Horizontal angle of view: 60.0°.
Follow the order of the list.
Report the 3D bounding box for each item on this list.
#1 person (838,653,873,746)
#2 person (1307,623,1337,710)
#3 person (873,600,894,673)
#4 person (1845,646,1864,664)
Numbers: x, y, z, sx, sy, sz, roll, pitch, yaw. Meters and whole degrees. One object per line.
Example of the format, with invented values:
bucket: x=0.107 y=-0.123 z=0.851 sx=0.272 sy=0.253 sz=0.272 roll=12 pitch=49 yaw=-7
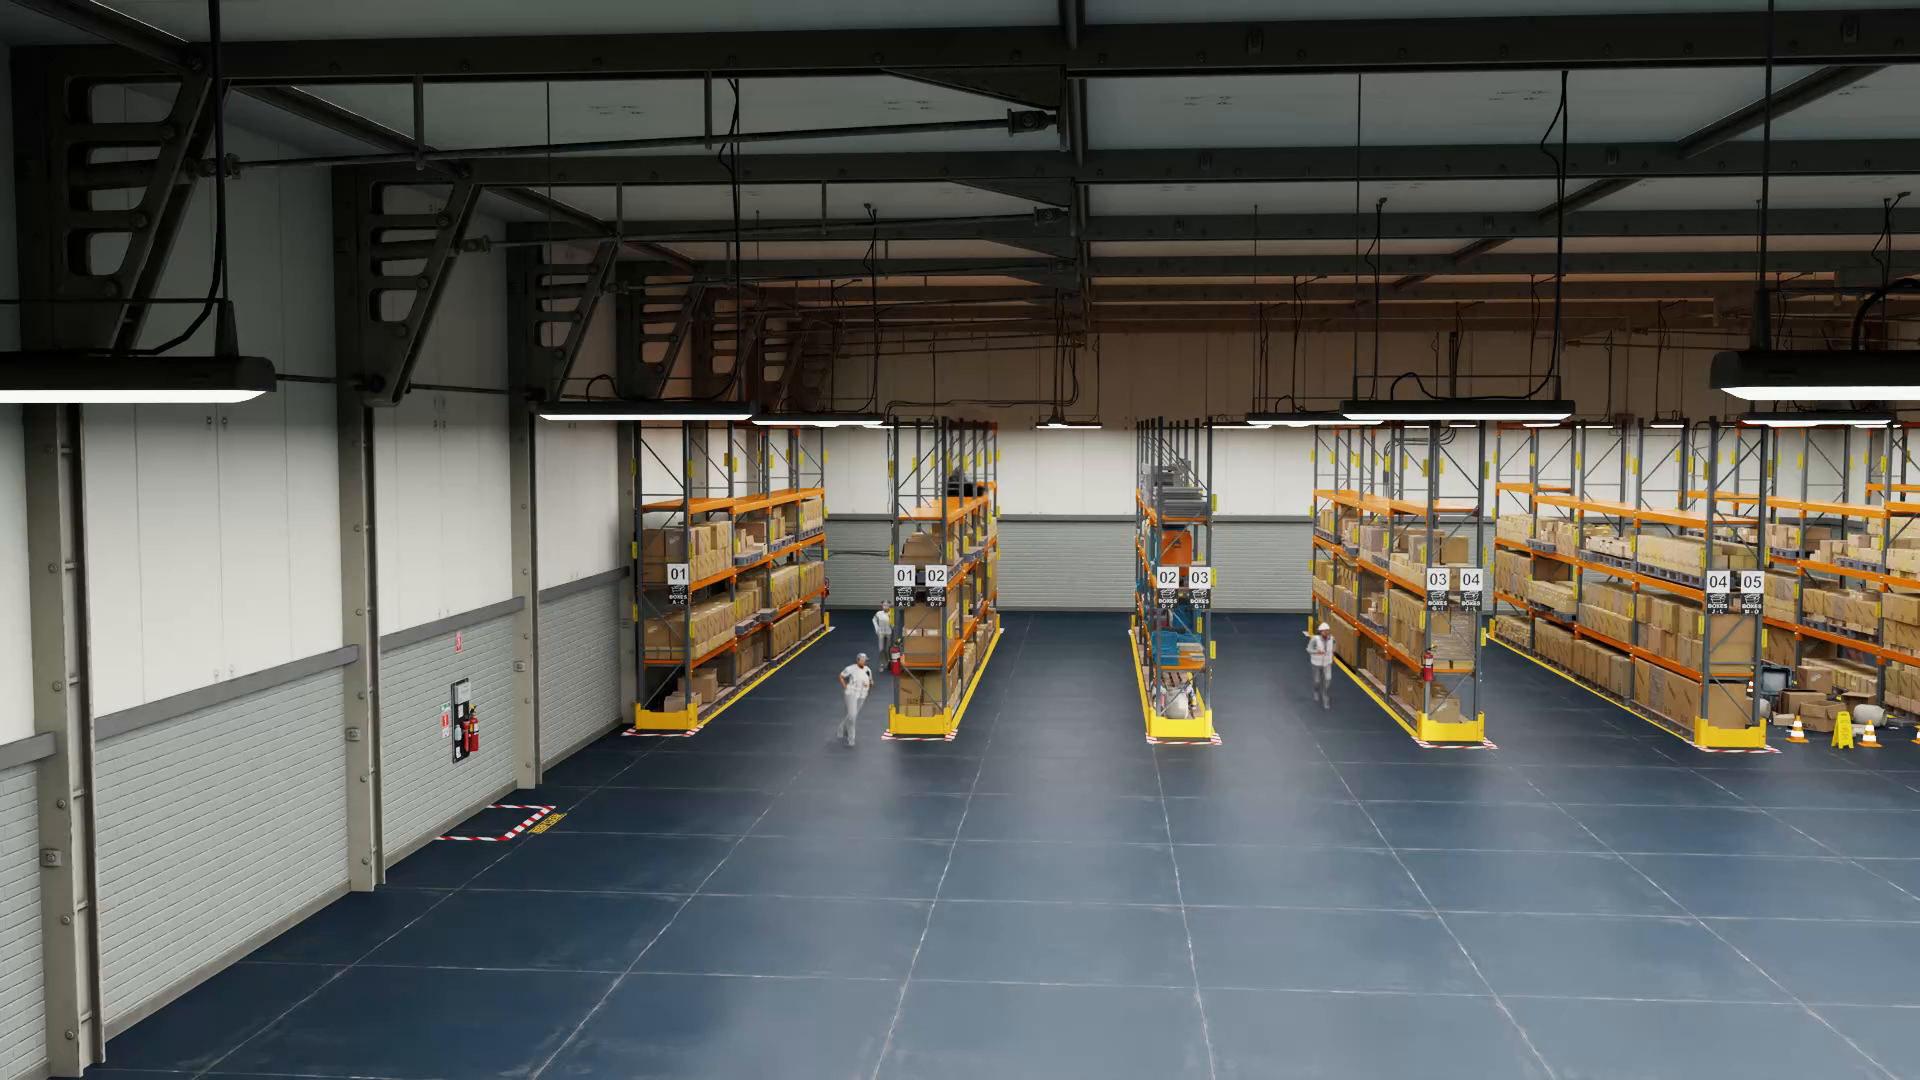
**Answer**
person: x=-1.938 y=2.914 z=30.720 sx=0.700 sy=1.675 sz=0.829 roll=-3 pitch=5 yaw=-36
person: x=7.529 y=2.593 z=34.671 sx=0.657 sy=1.787 sz=1.013 roll=0 pitch=4 yaw=3
person: x=-1.828 y=2.292 z=39.736 sx=0.503 sy=1.754 sz=0.754 roll=0 pitch=4 yaw=-5
person: x=21.330 y=2.368 z=39.528 sx=0.587 sy=1.529 sz=0.599 roll=0 pitch=4 yaw=6
